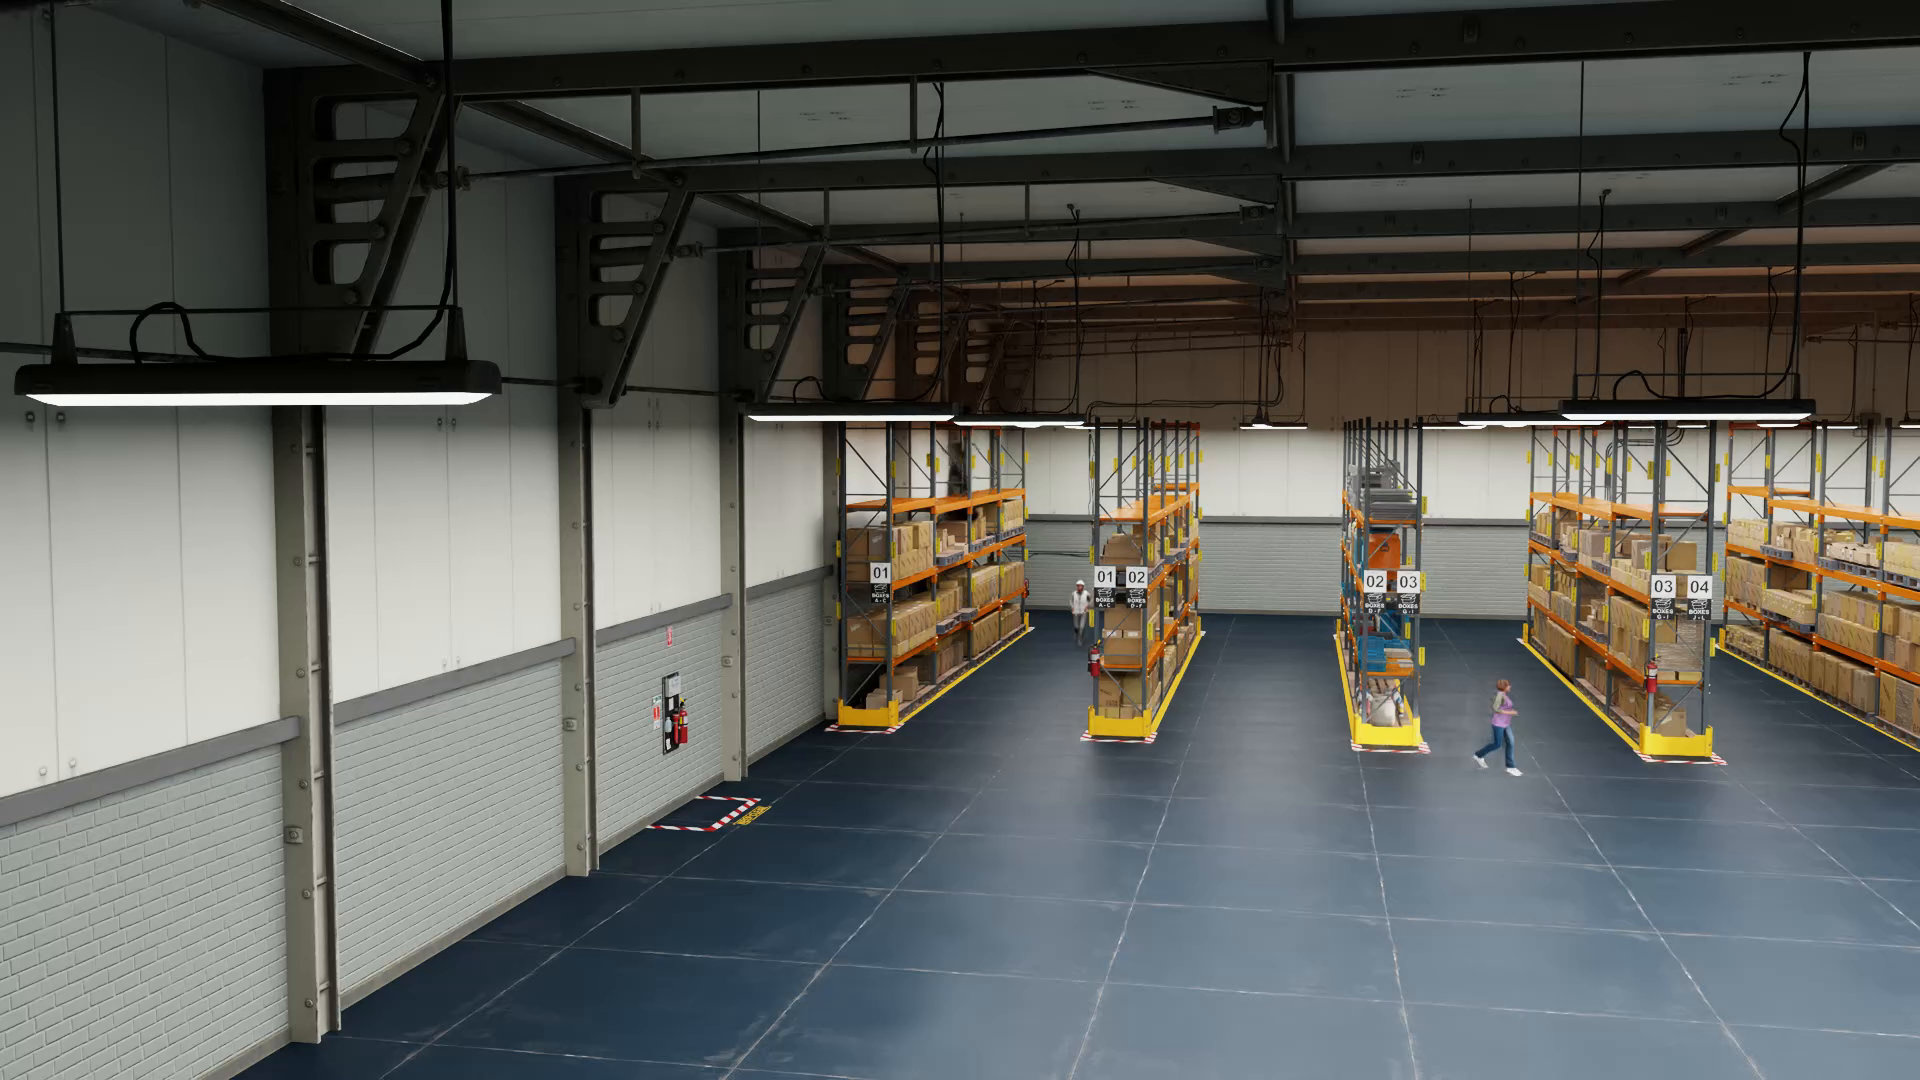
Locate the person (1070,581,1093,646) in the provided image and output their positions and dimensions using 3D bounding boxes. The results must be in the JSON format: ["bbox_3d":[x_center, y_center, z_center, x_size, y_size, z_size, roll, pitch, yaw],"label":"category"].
[{"bbox_3d":[3.260,1.961,44.744,0.656,1.745,0.625,1,4,11],"label":"person"}]

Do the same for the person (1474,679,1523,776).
[{"bbox_3d":[9.011,3.117,27.833,0.819,1.610,0.527,3,5,35],"label":"person"}]
